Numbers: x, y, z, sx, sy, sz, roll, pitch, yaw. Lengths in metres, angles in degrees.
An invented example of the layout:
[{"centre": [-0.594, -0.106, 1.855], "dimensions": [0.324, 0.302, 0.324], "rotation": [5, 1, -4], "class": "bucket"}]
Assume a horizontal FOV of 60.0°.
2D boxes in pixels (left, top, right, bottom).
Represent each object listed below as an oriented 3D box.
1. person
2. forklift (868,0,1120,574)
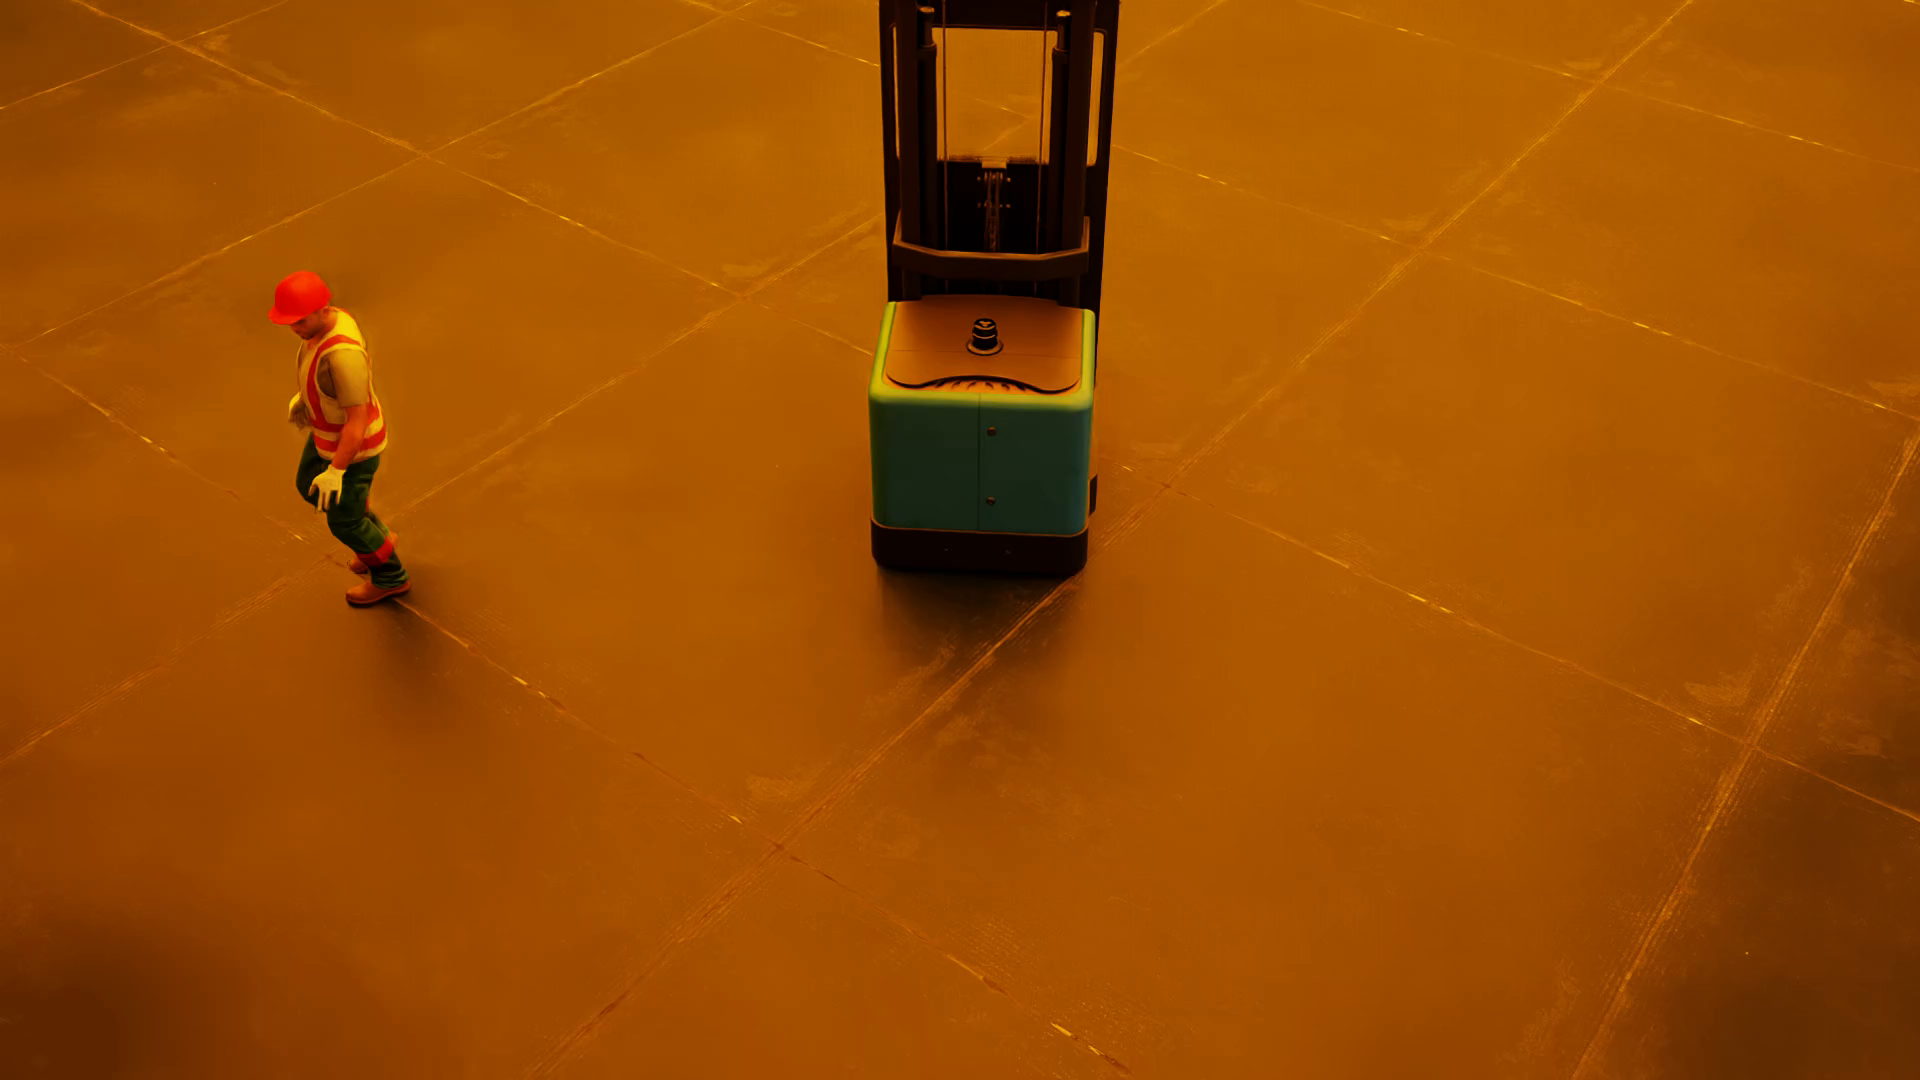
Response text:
[{"centre": [-2.797, -0.405, 7.468], "dimensions": [0.483, 1.773, 0.844], "rotation": [-13, 42, -15], "class": "person"}, {"centre": [0.194, -1.893, 8.295], "dimensions": [1.130, 2.935, 3.031], "rotation": [3, 41, 3], "class": "forklift"}]
